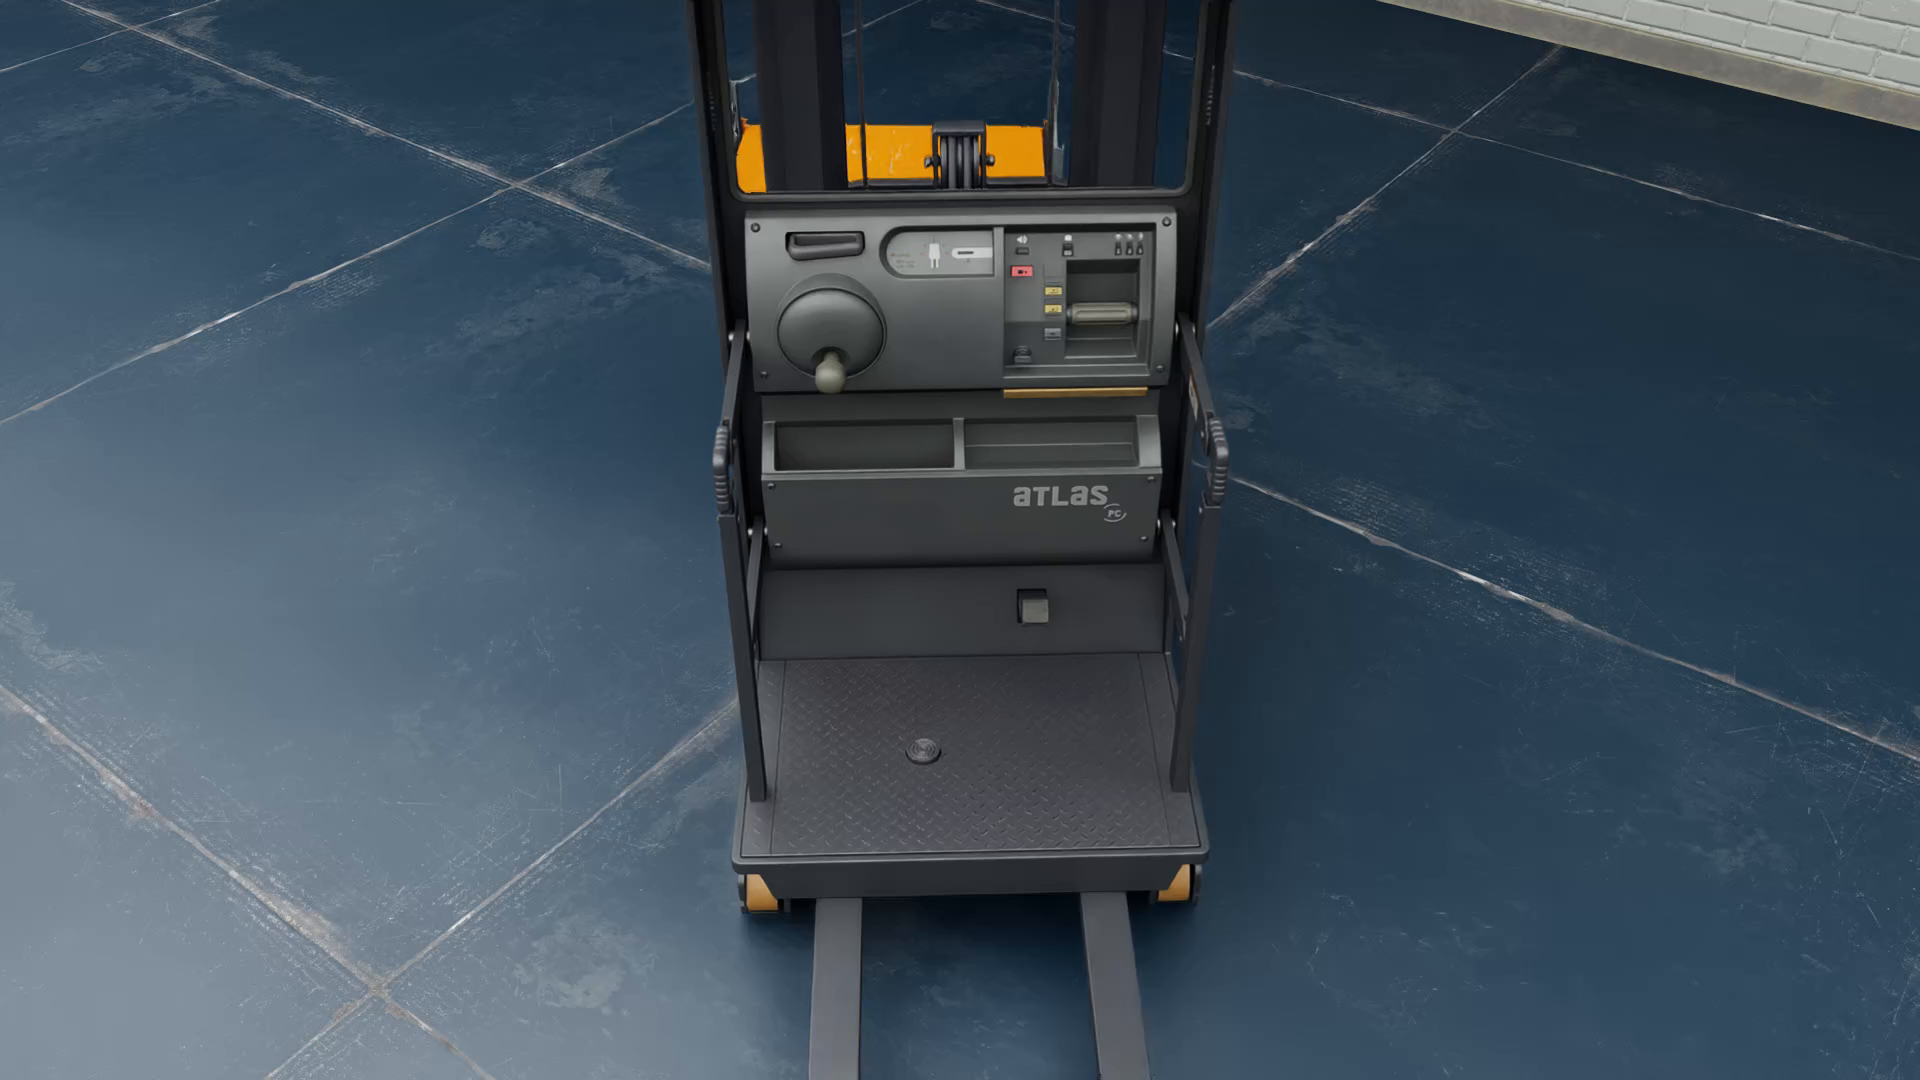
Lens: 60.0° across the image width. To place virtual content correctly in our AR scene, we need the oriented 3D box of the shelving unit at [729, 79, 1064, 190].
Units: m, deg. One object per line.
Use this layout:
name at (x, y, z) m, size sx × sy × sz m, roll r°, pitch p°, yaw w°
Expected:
shelving unit at (-0.215, -0.868, 5.444) m, size 1.048 × 1.125 × 0.538 m, roll 0°, pitch 38°, yaw 0°

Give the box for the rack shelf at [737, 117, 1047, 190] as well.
rack shelf at (-0.215, -1.099, 5.264) m, size 1.000 × 0.278 × 0.538 m, roll 0°, pitch 38°, yaw 0°

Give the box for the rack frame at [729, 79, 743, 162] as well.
rack frame at (-0.724, -0.871, 5.447) m, size 0.032 × 1.125 × 0.500 m, roll 0°, pitch 38°, yaw 0°

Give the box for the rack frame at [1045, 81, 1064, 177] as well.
rack frame at (0.293, -0.865, 5.442) m, size 0.032 × 1.125 × 0.500 m, roll 0°, pitch 38°, yaw 0°

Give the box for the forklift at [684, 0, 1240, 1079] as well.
forklift at (0.013, -0.447, 3.443) m, size 1.130 × 2.935 × 3.031 m, roll -1°, pitch 38°, yaw -1°
